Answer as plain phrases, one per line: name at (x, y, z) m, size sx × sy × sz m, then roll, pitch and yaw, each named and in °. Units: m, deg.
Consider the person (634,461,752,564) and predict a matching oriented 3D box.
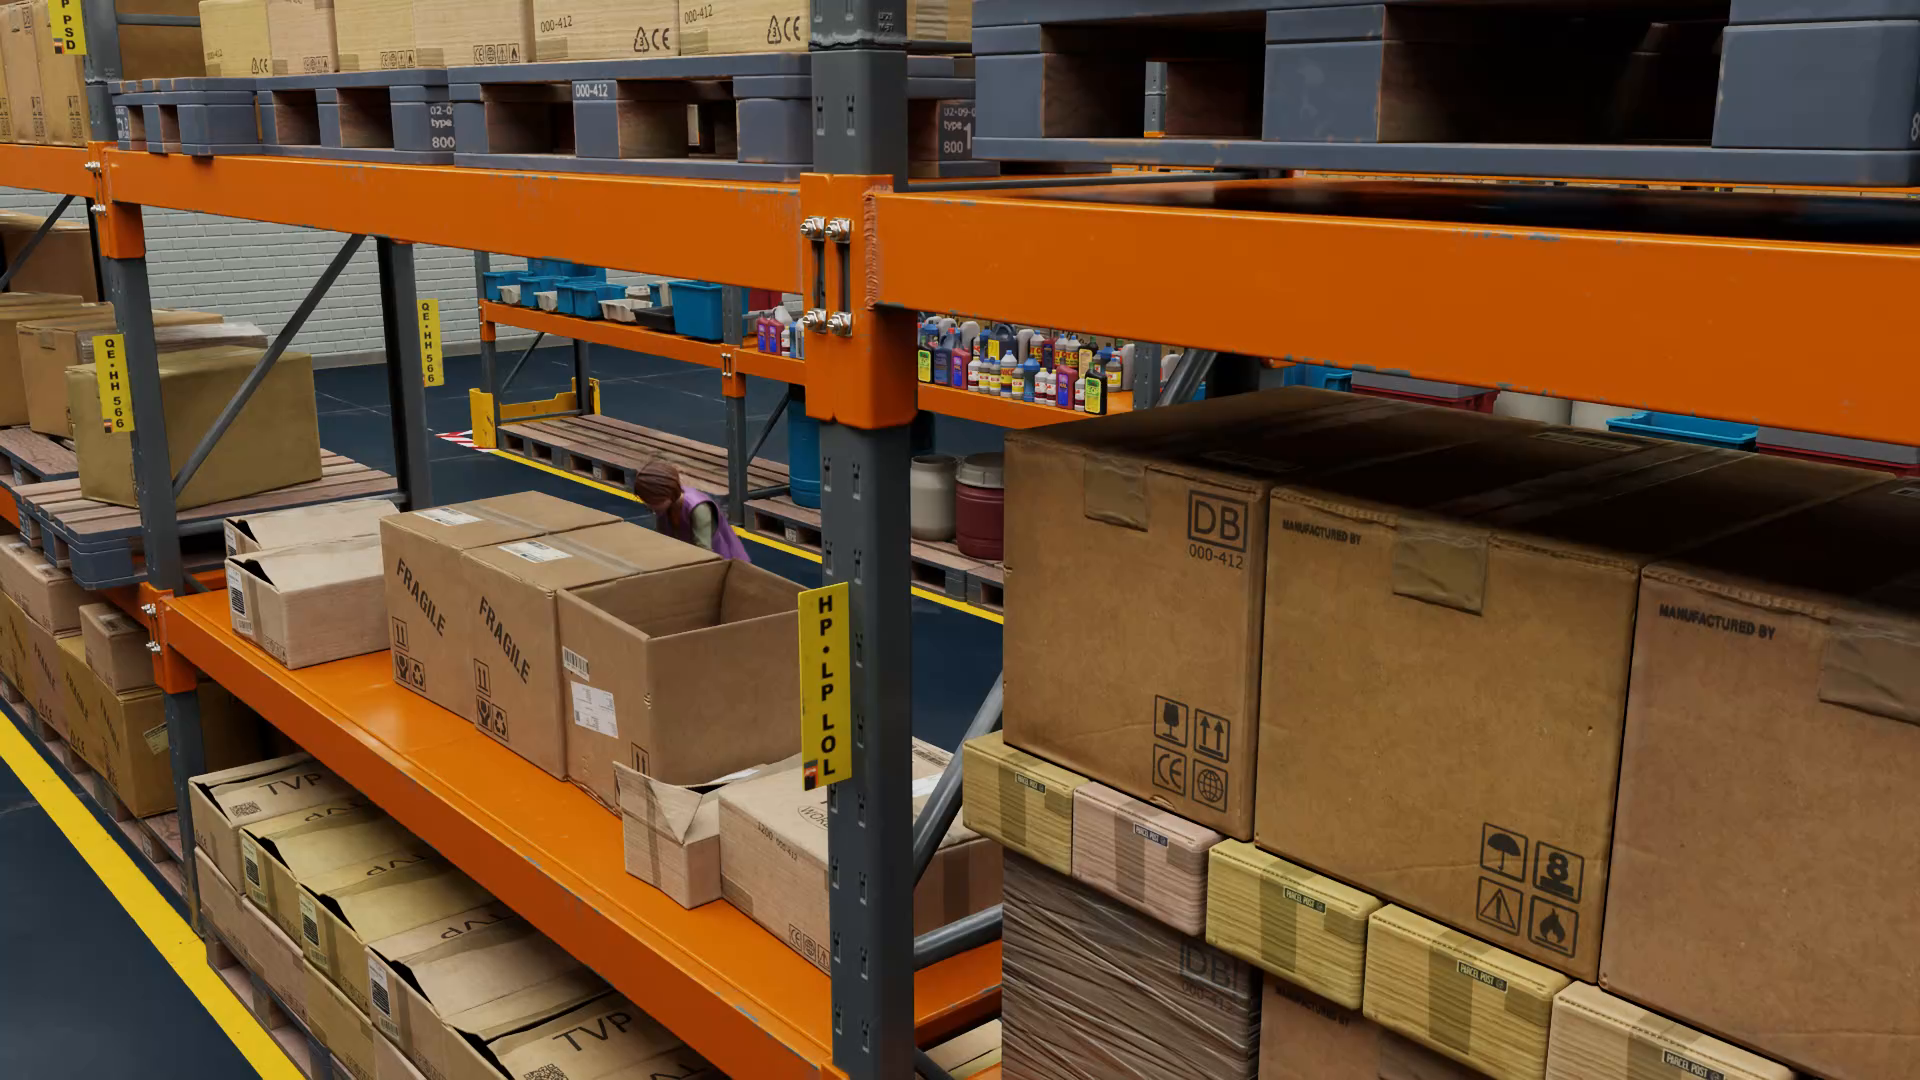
person at (-1.265, 0.261, 8.020) m, size 0.621 × 1.351 × 0.461 m, roll -12°, pitch 19°, yaw -39°
